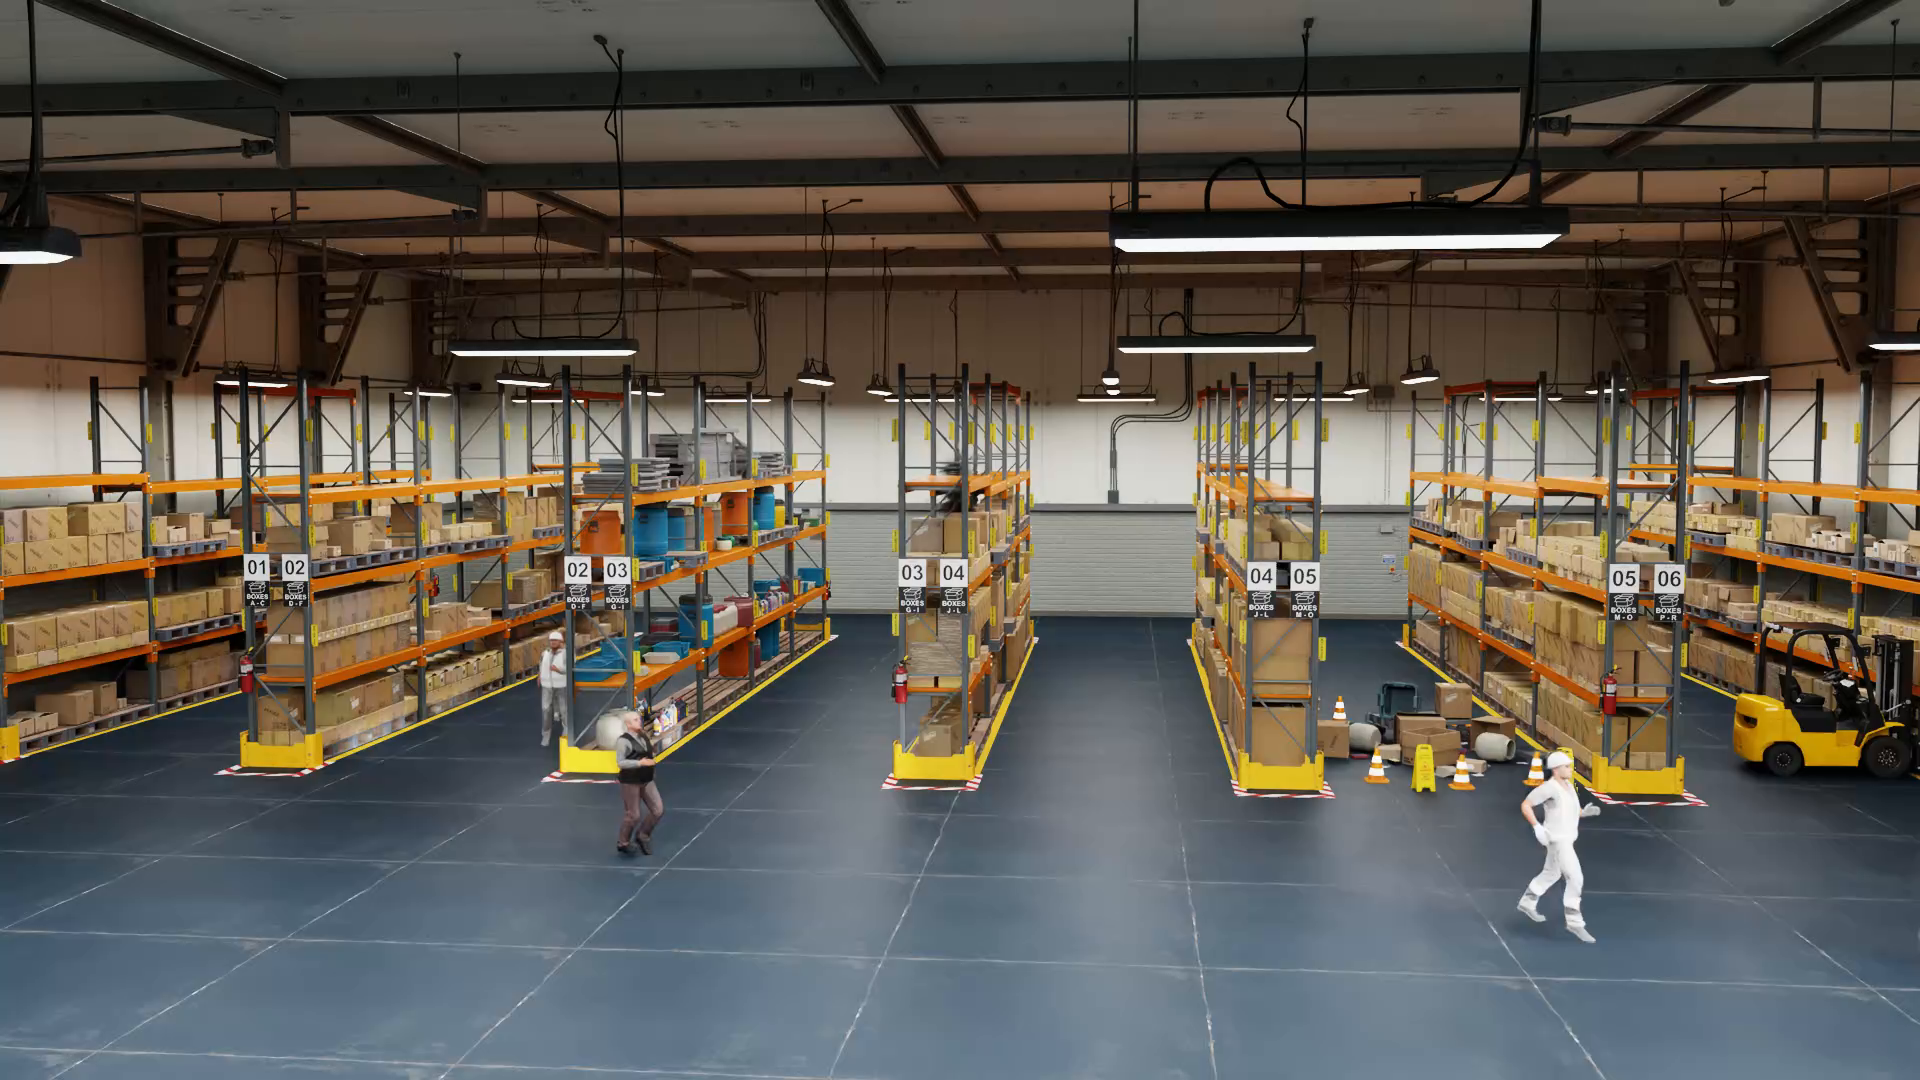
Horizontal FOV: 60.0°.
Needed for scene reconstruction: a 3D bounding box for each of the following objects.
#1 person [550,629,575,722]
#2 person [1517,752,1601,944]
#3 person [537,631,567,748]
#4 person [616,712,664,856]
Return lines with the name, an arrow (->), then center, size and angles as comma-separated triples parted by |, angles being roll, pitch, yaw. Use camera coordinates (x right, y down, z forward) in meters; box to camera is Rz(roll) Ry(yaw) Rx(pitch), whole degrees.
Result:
person -> -6.927, 2.350, 28.839 | 0.505, 1.597, 0.667 | -1, 4, -8
person -> 5.963, 3.029, 16.597 | 0.836, 1.838, 0.657 | 3, 5, 38
person -> -6.533, 2.379, 26.850 | 0.639, 1.807, 0.875 | 0, 4, 2
person -> -3.778, 2.895, 19.622 | 0.669, 1.736, 0.640 | 2, 4, 33
